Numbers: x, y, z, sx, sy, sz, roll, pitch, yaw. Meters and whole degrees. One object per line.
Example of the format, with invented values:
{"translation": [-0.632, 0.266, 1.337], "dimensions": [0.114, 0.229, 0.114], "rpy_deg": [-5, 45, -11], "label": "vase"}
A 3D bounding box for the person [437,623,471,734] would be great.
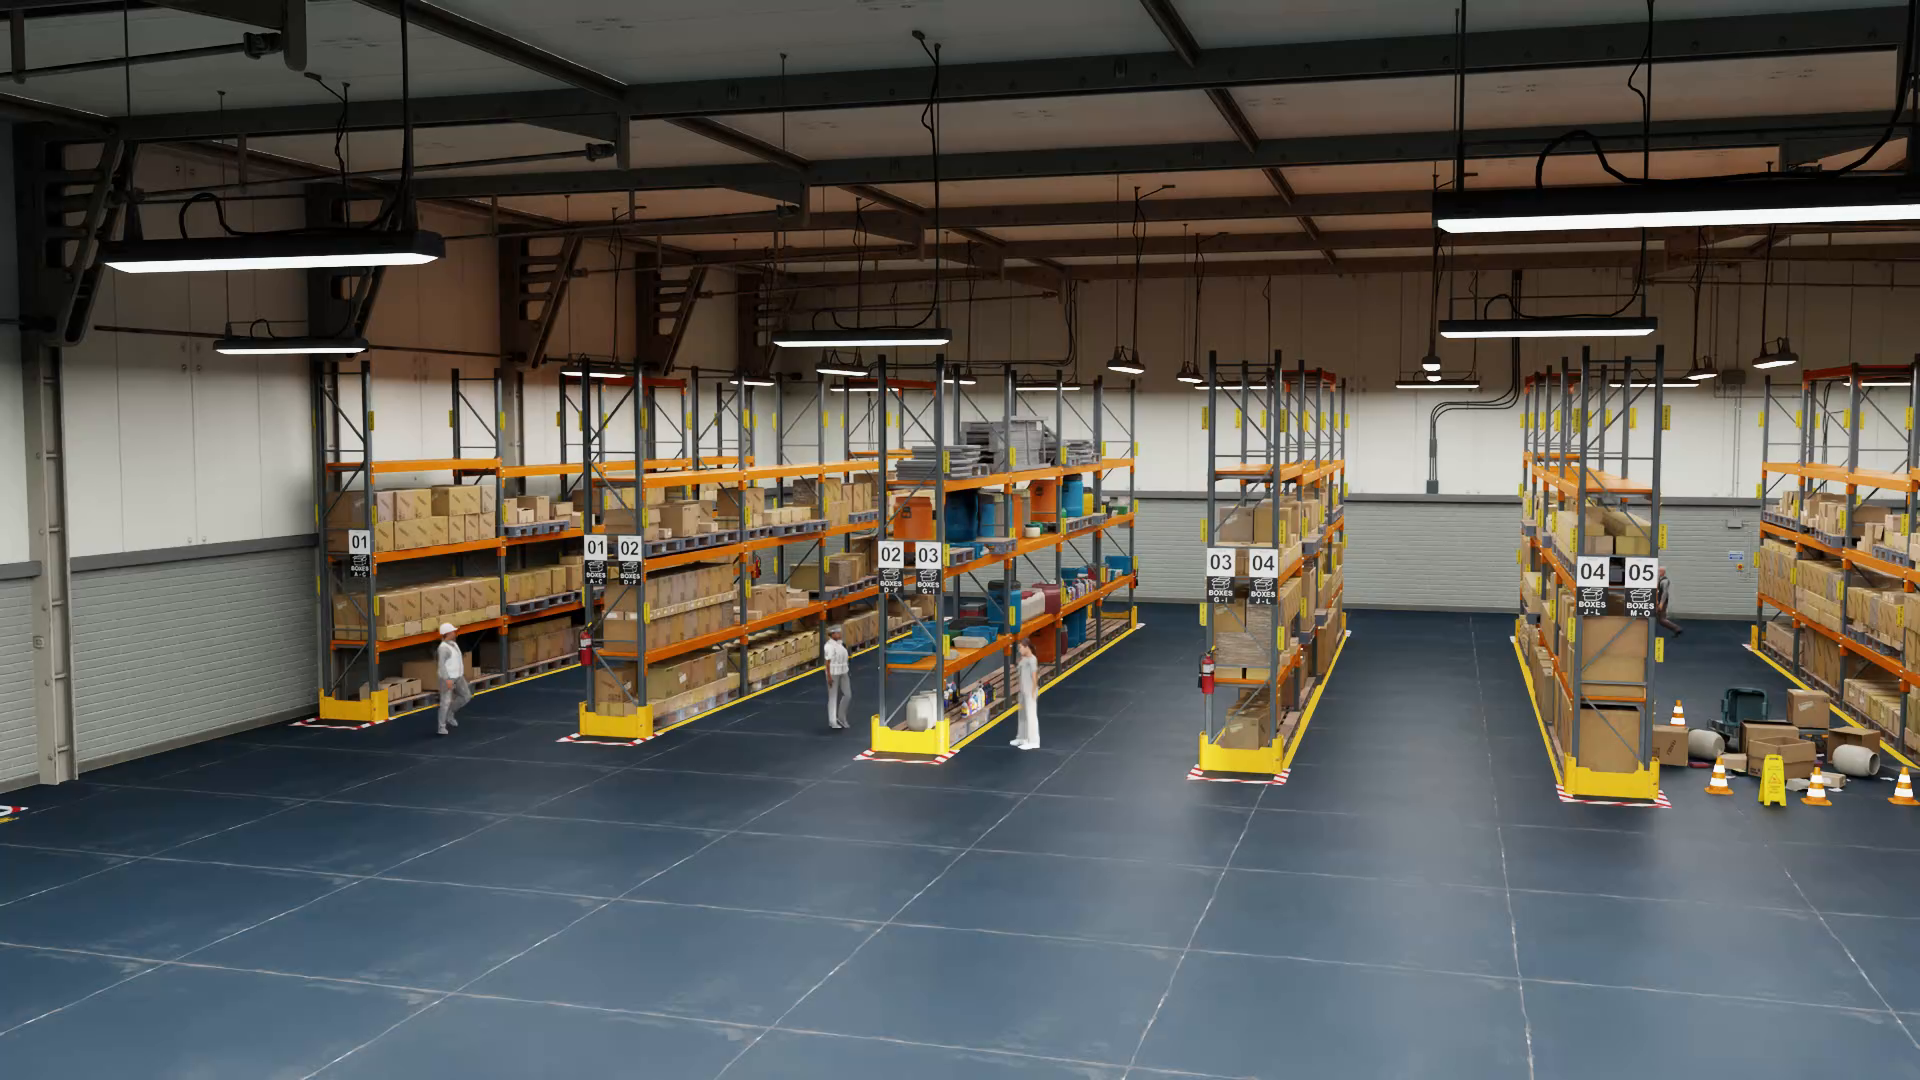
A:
{"translation": [-8.217, 2.209, 26.777], "dimensions": [0.519, 1.772, 0.654], "rpy_deg": [2, 4, 20], "label": "person"}

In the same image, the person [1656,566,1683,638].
{"translation": [16.055, 1.440, 38.072], "dimensions": [0.920, 1.676, 0.616], "rpy_deg": [1, 4, 15], "label": "person"}

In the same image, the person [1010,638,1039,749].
{"translation": [0.999, 2.328, 25.437], "dimensions": [0.407, 1.676, 0.522], "rpy_deg": [-1, 4, -19], "label": "person"}

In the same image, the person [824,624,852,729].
{"translation": [-1.997, 2.241, 27.165], "dimensions": [0.380, 1.755, 0.529], "rpy_deg": [4, 6, 42], "label": "person"}
